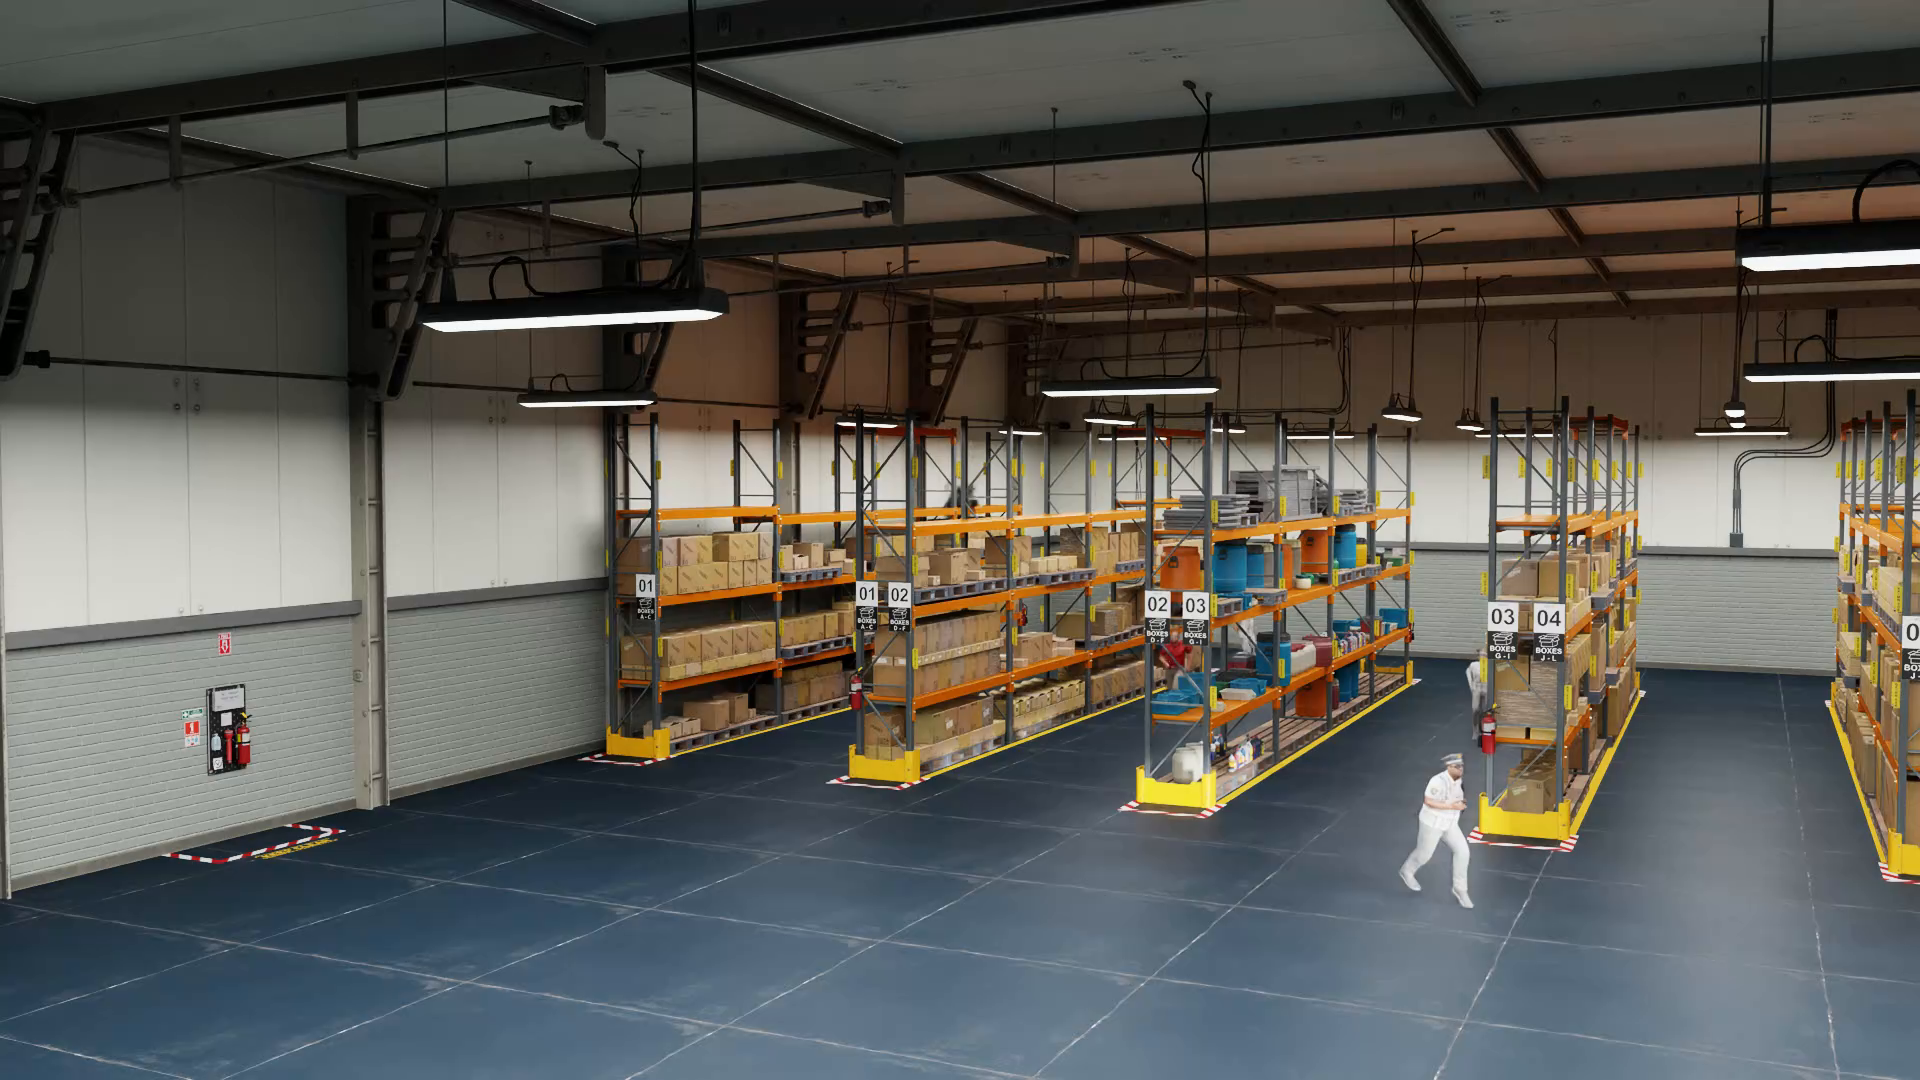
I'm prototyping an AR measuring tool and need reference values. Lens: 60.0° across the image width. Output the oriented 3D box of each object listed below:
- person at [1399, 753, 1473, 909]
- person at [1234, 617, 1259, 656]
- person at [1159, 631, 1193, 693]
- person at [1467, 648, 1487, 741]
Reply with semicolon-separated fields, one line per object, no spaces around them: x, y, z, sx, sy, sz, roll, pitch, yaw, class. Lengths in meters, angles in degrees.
5.532;3.330;19.353;0.653;1.798;1.015;-1;3;-30;person
7.133;2.416;41.521;0.685;1.720;0.685;-2;3;-34;person
4.420;2.719;34.109;0.686;1.729;0.998;1;3;20;person
9.761;2.868;31.047;0.589;1.738;0.781;1;3;17;person
